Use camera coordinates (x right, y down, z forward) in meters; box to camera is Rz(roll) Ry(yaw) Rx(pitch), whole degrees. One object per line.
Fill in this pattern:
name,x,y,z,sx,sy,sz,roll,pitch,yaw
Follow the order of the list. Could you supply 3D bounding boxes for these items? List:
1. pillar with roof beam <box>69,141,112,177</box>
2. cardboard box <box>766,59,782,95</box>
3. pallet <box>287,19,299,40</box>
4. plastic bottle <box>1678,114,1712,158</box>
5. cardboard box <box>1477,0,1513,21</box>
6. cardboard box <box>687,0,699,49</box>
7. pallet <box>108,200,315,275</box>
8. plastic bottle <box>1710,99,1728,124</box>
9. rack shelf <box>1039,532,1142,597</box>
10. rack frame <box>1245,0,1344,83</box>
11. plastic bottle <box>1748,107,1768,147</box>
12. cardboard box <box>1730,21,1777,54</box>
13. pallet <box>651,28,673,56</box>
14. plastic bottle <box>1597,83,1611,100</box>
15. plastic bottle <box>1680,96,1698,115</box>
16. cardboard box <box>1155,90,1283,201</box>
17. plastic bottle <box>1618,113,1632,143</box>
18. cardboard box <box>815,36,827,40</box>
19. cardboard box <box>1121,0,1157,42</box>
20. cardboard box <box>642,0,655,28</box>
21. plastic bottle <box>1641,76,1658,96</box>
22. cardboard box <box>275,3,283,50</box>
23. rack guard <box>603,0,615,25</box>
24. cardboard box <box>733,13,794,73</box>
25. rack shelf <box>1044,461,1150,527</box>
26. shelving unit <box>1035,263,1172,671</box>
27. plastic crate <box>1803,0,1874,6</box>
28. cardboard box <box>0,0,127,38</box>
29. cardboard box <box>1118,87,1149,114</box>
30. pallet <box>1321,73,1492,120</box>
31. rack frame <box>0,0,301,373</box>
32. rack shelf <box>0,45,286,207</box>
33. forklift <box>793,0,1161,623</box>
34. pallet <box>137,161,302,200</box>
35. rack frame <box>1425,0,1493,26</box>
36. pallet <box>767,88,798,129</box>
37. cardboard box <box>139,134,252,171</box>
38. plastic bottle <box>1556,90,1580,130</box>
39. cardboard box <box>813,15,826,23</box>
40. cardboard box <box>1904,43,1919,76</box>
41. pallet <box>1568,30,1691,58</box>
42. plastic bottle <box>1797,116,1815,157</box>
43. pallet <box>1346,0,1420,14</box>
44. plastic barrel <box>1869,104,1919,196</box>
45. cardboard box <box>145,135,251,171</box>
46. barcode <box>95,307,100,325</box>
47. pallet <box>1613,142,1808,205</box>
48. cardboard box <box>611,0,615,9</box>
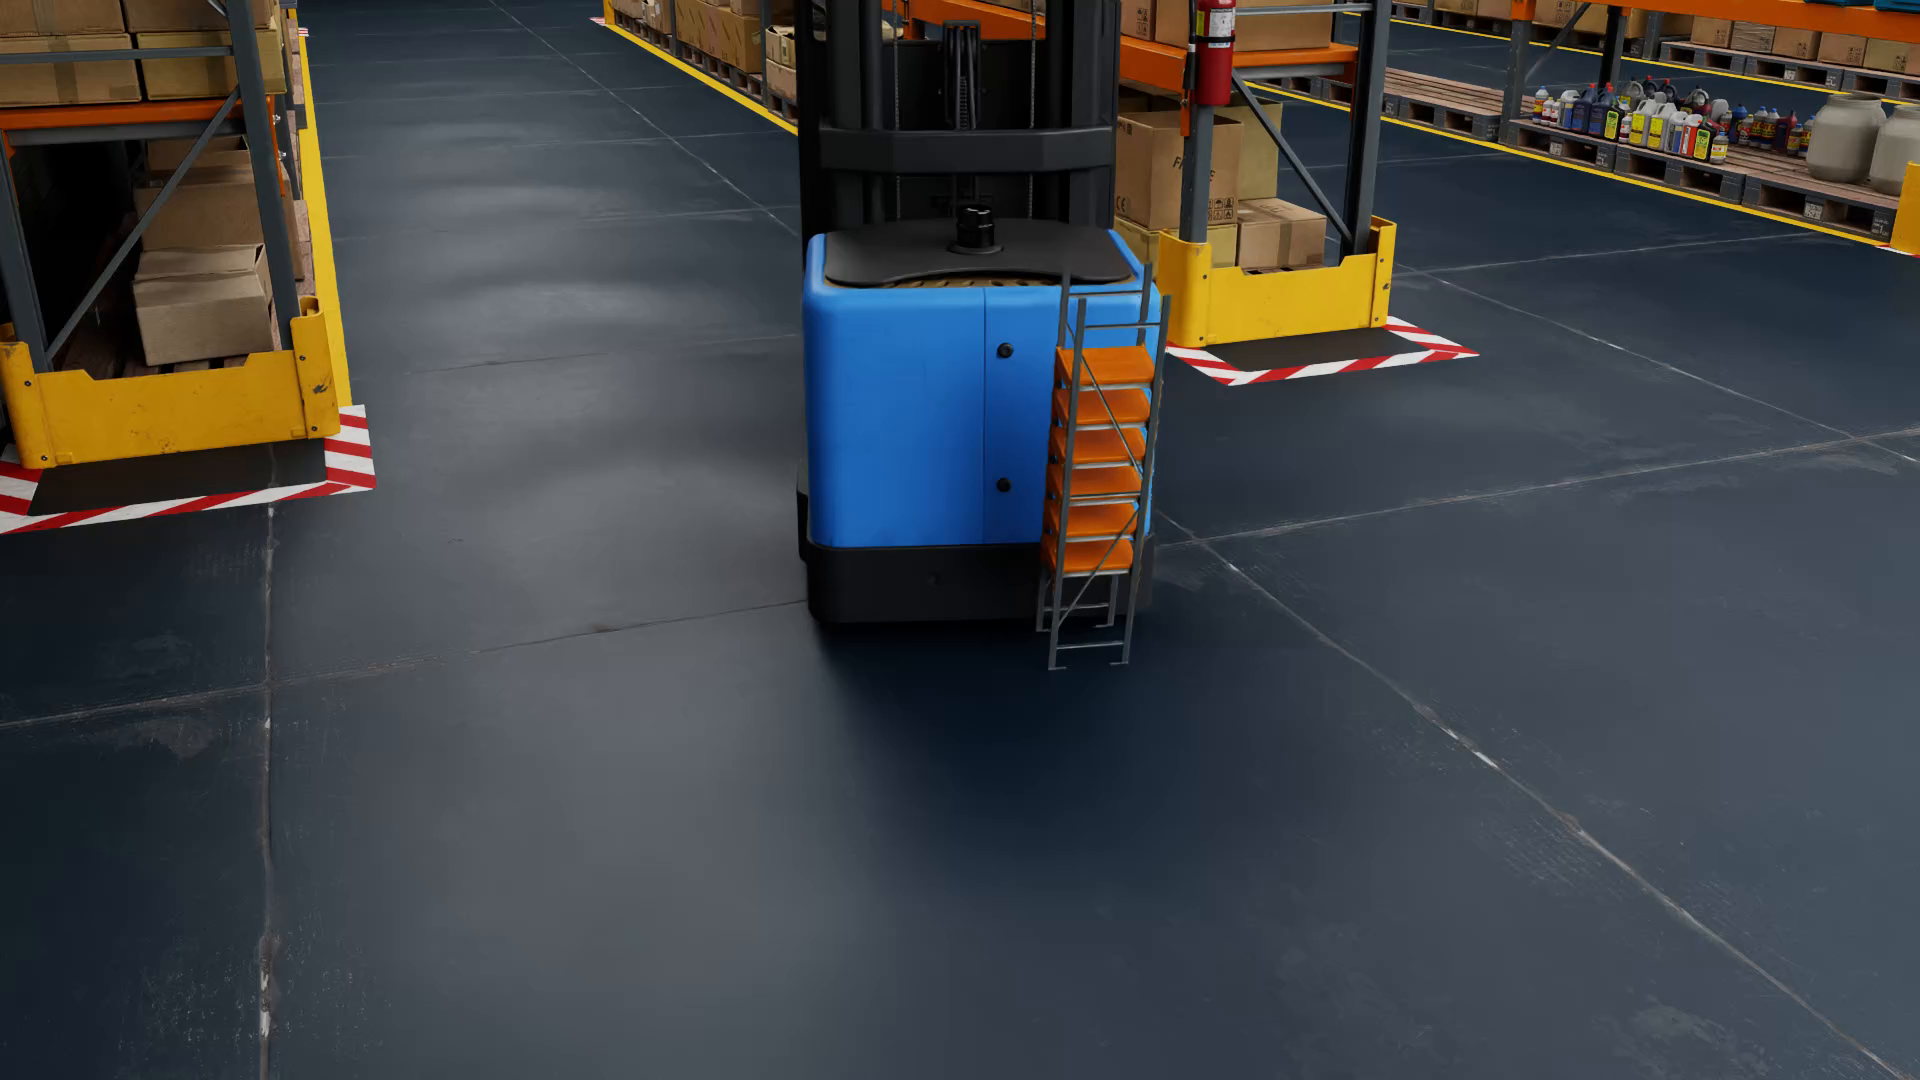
pillar with roof beam,-2.246,-7.433,11.799,9.100,9.000,0.400,-8,24,-19
cardboard box,-1.380,-4.046,14.486,0.500,0.250,0.500,-8,24,-19
pallet,-8.393,-6.011,19.739,1.003,0.211,1.213,-8,24,-19
plastic bottle,5.049,-2.771,11.404,0.152,0.276,0.135,-8,24,-19
cardboard box,7.127,-6.821,20.267,1.225,0.875,0.875,-9,25,-21
cardboard box,-2.561,-5.453,17.477,0.500,0.500,0.500,-8,24,-18
pallet,-4.240,-1.691,9.491,1.003,0.211,1.213,-8,24,-19
plastic bottle,5.491,-3.081,12.139,0.152,0.276,0.135,-8,24,-18
rack shelf,0.370,0.061,4.758,0.258,0.103,0.180,-4,35,-9
rack frame,3.345,-6.028,16.190,1.000,3.000,0.127,-8,24,-19
plastic bottle,5.666,-2.929,11.784,0.097,0.271,0.097,0,23,0
cardboard box,8.442,-5.318,17.157,0.700,0.500,0.500,-10,25,-23
pallet,-2.945,-5.768,19.163,1.003,0.211,1.213,-8,24,-19
plastic bottle,4.790,-3.226,12.387,0.144,0.351,0.185,-8,24,-19
plastic bottle,5.351,-3.121,12.223,0.061,0.283,0.133,-8,24,-19
cardboard box,1.376,-2.122,8.956,0.500,0.500,0.500,-8,24,-19
plastic bottle,4.800,-2.963,11.954,0.097,0.201,0.097,0,23,0
cardboard box,-1.008,-3.929,13.487,0.500,0.311,0.500,-9,24,-20
cardboard box,1.193,-2.851,8.522,0.700,0.500,0.500,-8,24,-18
cardboard box,-3.435,-6.208,19.511,0.500,0.311,0.500,-8,24,-19
plastic bottle,5.255,-3.362,12.709,0.144,0.351,0.185,-9,24,-20
cardboard box,-3.520,-2.480,7.938,0.500,0.250,0.500,-8,24,-19
rack guard,-4.089,-7.077,21.897,1.175,0.500,0.348,-8,24,-19
cardboard box,-1.840,-4.708,15.711,0.500,0.500,0.500,-7,24,-17
rack shelf,0.378,-0.136,4.621,0.258,0.103,0.180,-4,35,-9
shelving unit,0.380,-0.172,4.595,0.258,1.200,0.189,-4,35,-9
plastic crate,5.491,-3.430,10.218,0.499,0.251,0.408,-8,24,-19
cardboard box,-3.462,-2.190,6.285,0.500,0.500,0.500,-9,24,-20
cardboard box,0.701,-2.230,9.214,0.500,0.500,0.500,-8,24,-19
pallet,4.010,-4.014,15.001,1.003,0.211,1.213,-8,24,-19
rack frame,-3.097,-1.762,6.068,1.000,3.000,0.127,-8,24,-19
rack shelf,-3.803,-2.157,7.932,1.077,0.370,4.000,-8,24,-19
forklift,-0.025,-1.632,5.849,1.130,2.935,3.031,-1,23,-3
pallet,-4.786,-2.213,10.729,1.003,0.211,1.213,-8,24,-19
rack frame,6.566,-8.161,21.251,1.000,3.000,0.127,-8,24,-19
pallet,-1.036,-3.760,14.400,1.003,0.211,1.213,-8,24,-19
cardboard box,-4.786,-2.531,10.546,0.700,0.500,0.500,-7,24,-17
plastic bottle,4.601,-3.233,12.498,0.152,0.276,0.135,-7,24,-17
cardboard box,-1.183,-4.605,15.466,0.500,0.500,0.500,-7,24,-17
cardboard box,9.195,-4.531,15.290,0.700,0.500,0.500,-10,25,-23
pallet,7.771,-5.719,19.048,1.003,0.211,1.213,-8,24,-19
plastic bottle,5.822,-2.768,11.402,0.097,0.271,0.097,0,23,0
pallet,5.936,-7.607,23.527,1.003,0.211,1.213,-8,24,-19
plastic barrel,5.867,-2.397,10.237,0.421,0.512,0.421,0,23,0
cardboard box,-4.106,-1.895,9.035,0.500,0.500,0.500,-10,25,-23
barcode,-3.638,-0.945,7.014,0.001,0.075,0.075,-8,24,-19
pallet,5.391,-2.596,11.637,1.003,0.211,1.213,-8,24,-19
cardboard box,-4.290,-6.946,21.473,0.380,0.149,0.250,-8,24,-19
